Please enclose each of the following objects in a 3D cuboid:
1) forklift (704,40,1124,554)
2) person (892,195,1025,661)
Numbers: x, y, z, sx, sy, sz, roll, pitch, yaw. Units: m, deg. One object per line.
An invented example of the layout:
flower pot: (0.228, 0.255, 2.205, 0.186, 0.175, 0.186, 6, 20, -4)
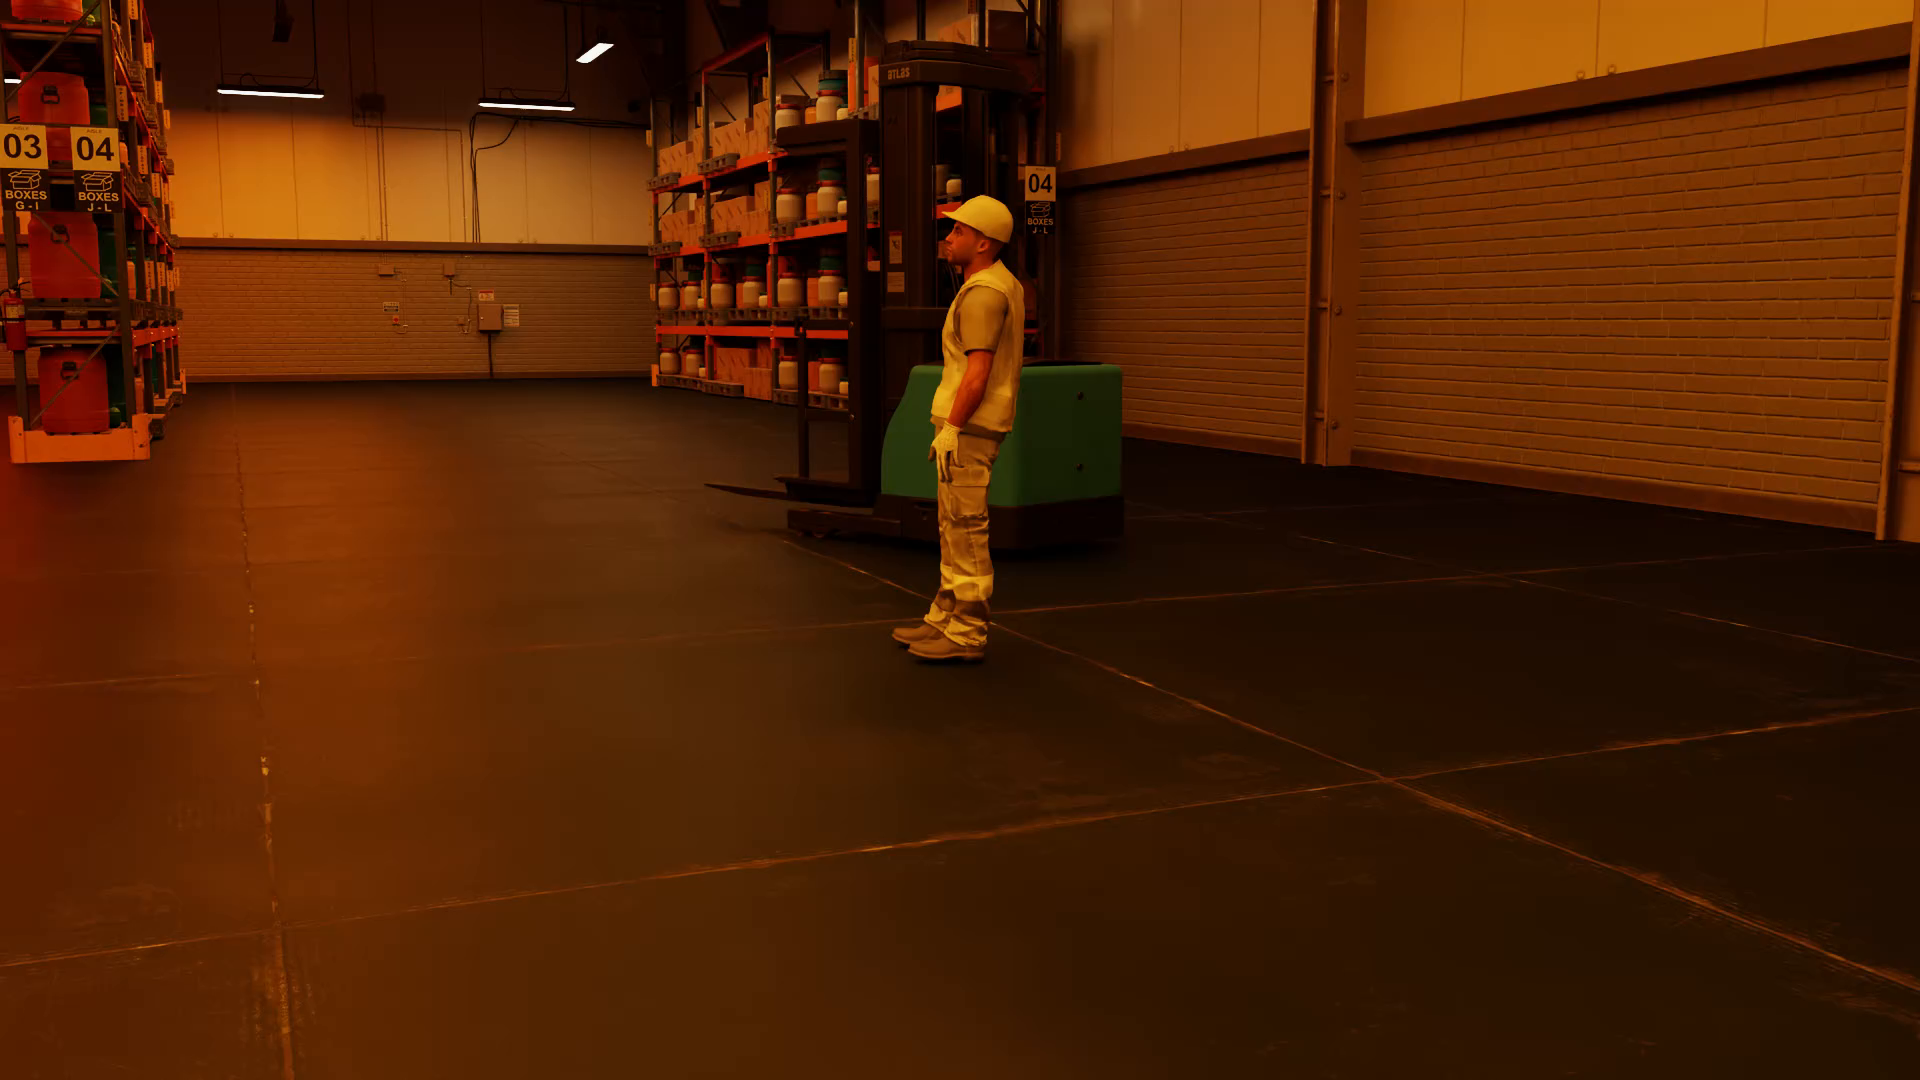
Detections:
forklift: (-0.436, -1.509, 10.383, 3.031, 2.935, 1.130, 7, 10, 44)
person: (-0.037, -0.421, 6.441, 0.566, 1.786, 0.637, 1, 8, 9)
